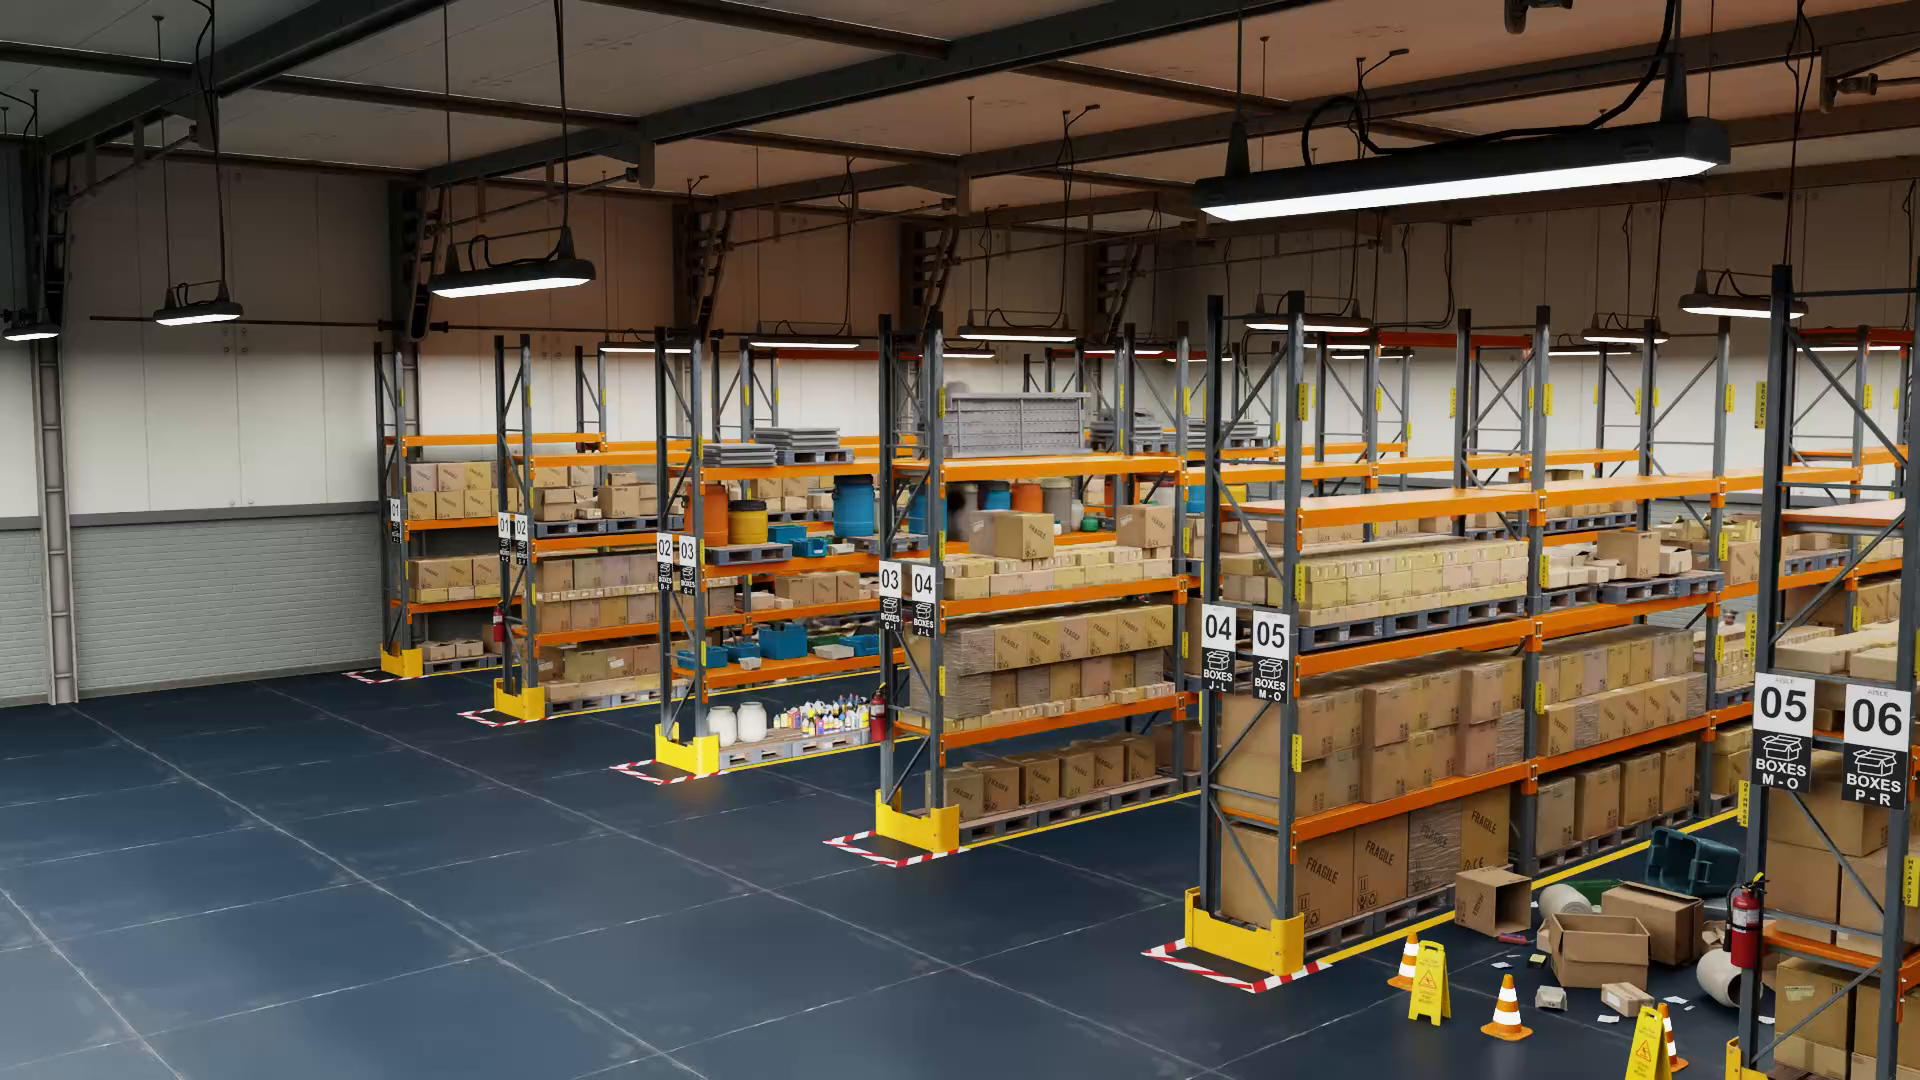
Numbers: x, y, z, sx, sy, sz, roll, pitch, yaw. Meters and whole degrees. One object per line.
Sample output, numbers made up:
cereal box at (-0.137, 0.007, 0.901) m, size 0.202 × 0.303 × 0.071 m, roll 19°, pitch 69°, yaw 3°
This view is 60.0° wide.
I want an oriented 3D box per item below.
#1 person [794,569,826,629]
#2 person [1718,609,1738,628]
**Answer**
person at (-3.044, 1.272, 33.289) m, size 0.679 × 1.752 × 0.911 m, roll 4°, pitch 7°, yaw 38°
person at (12.592, 1.906, 27.190) m, size 0.607 × 1.623 × 0.680 m, roll 5°, pitch 7°, yaw 41°
